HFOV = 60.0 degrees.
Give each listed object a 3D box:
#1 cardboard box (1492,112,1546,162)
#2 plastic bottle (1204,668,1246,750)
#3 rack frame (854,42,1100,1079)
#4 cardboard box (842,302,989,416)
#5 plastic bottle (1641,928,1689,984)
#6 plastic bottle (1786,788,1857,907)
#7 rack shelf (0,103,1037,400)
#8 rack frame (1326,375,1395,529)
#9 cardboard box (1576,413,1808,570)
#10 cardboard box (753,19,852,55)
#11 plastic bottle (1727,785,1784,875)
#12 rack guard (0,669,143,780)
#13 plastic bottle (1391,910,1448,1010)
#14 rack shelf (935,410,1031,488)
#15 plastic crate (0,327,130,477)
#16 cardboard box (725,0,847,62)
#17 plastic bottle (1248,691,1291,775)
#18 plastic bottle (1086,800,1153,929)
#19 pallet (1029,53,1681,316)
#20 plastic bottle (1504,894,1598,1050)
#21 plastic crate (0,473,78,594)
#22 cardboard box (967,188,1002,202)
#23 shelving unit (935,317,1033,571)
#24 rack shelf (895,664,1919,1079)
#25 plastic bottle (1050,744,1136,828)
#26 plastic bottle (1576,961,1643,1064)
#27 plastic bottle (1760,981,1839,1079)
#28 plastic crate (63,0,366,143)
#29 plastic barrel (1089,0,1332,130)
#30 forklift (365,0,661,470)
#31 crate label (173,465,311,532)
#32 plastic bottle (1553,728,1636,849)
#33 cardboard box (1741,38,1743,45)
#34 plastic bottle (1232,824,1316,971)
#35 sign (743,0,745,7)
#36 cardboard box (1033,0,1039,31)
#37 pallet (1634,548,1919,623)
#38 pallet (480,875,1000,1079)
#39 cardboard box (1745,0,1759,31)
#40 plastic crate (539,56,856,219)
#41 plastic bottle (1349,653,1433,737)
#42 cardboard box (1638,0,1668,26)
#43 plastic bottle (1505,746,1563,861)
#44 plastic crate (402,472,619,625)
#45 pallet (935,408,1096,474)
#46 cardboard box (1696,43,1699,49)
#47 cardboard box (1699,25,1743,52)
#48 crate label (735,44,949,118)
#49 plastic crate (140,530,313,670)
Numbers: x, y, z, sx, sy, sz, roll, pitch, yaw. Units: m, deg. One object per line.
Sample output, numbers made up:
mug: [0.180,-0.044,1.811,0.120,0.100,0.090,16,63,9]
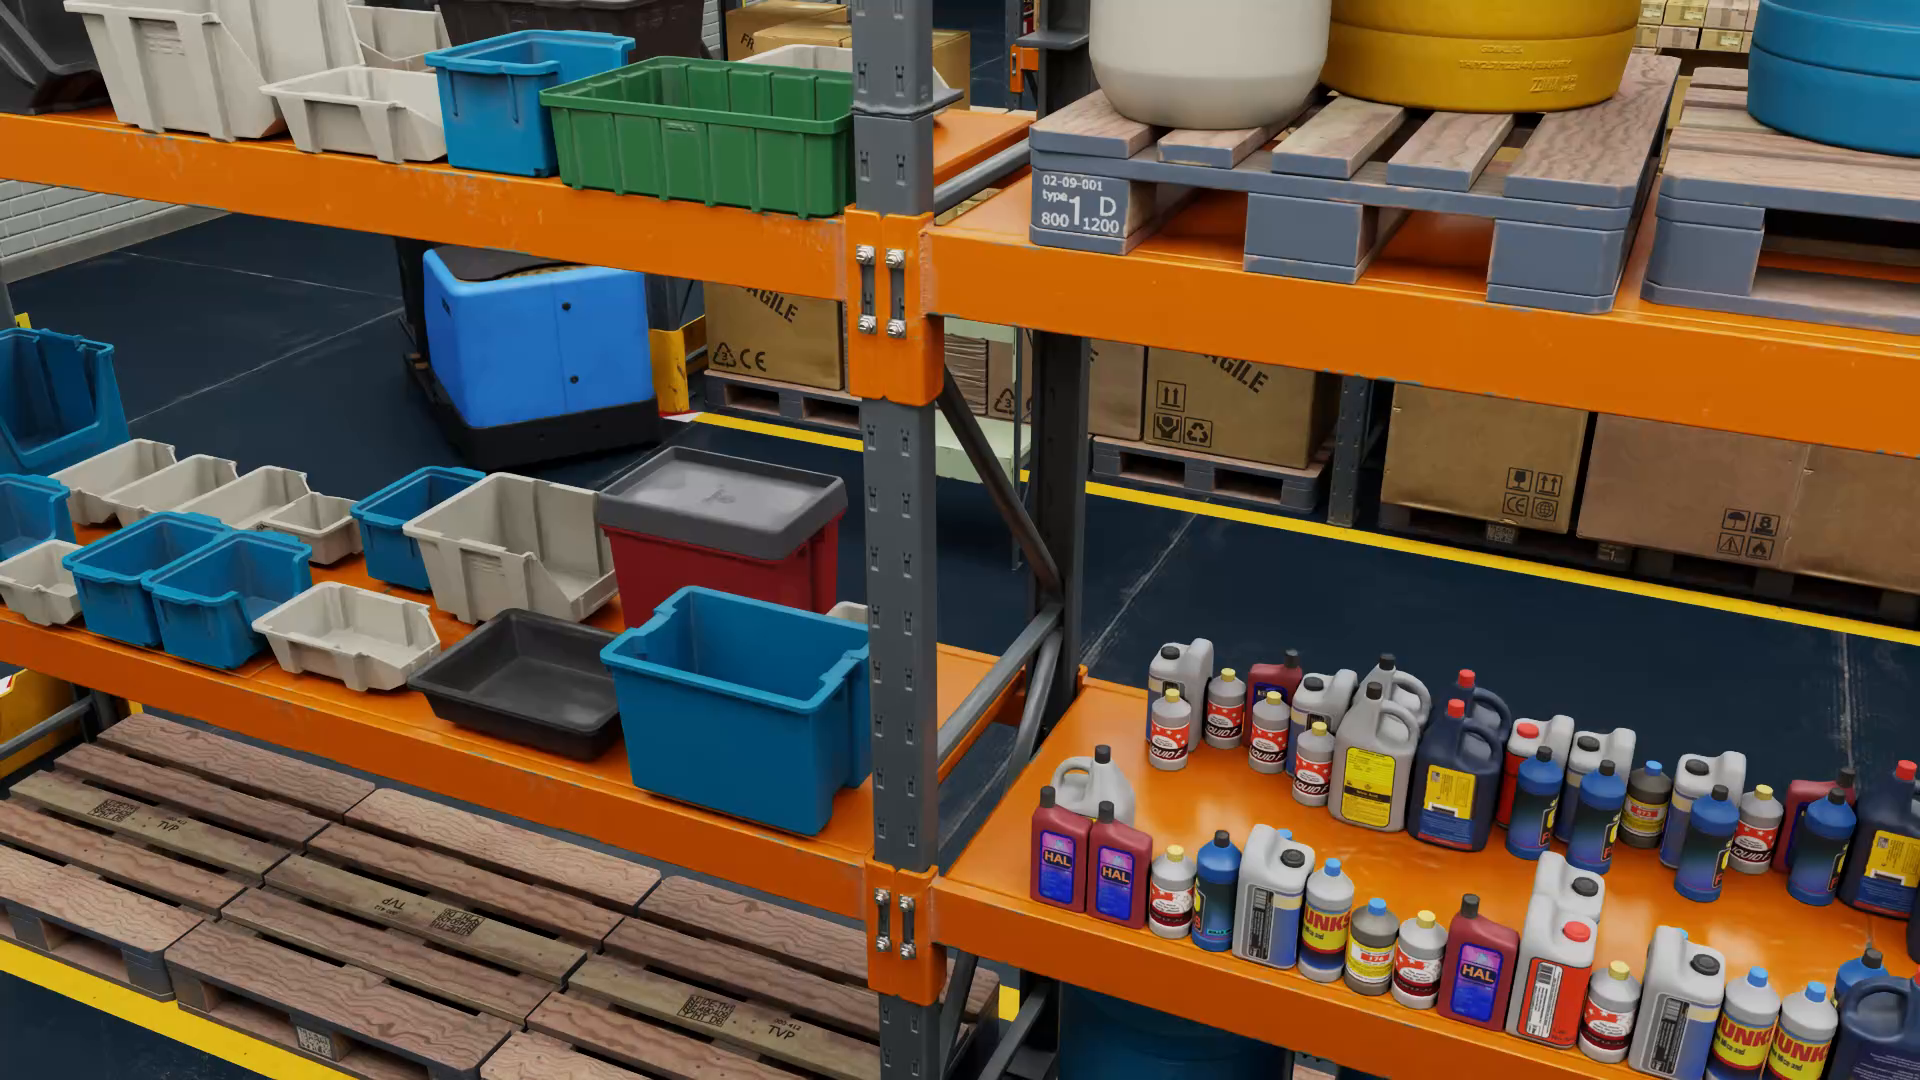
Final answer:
cardboard box: [2.700,-1.993,7.653,0.637,0.503,0.797,11,28,20]
plastic bottle: [0.674,0.421,4.223,0.097,0.201,0.097,0,26,0]
rack frame: [0.065,0.380,4.082,0.127,3.000,1.000,11,28,22]
cardboard box: [-0.082,-1.327,9.479,0.875,0.875,0.875,11,28,22]
plastic bottle: [1.417,0.865,3.322,0.097,0.201,0.097,0,26,0]
plastic bottle: [1.896,0.665,3.649,0.097,0.271,0.097,0,26,0]
rack shelf: [-1.756,-1.009,4.321,4.000,0.370,1.077,11,28,22]
rack frame: [2.115,-1.611,8.127,0.127,3.000,1.000,11,28,22]
cardboard box: [3.520,-0.575,7.951,0.875,0.875,1.225,10,28,20]
cardboard box: [-0.746,-2.458,8.830,0.500,0.500,0.500,11,28,21]
plastic bottle: [1.800,0.647,3.764,0.097,0.201,0.097,0,26,0]
rack guard: [-3.604,0.771,6.118,0.348,0.500,1.175,11,28,22]
plastic bottle: [0.933,0.842,3.369,0.097,0.201,0.097,0,26,0]
rack shelf: [0.006,-0.379,8.060,0.720,0.370,0.431,11,28,22]
plastic crate: [-3.194,-0.408,5.575,0.499,0.435,0.616,11,28,22]
cardboard box: [-0.974,-2.762,9.448,0.500,0.500,0.500,12,29,22]
plastic bottle: [0.771,0.470,4.124,0.097,0.201,0.097,0,26,0]
plastic bottle: [0.344,0.695,3.574,0.133,0.283,0.061,11,28,22]
pallet: [0.819,-0.777,3.250,1.003,0.211,1.213,11,28,22]
plastic bottle: [1.171,0.843,3.283,0.135,0.276,0.152,11,28,22]
plastic crate: [-2.889,-0.005,4.986,0.300,0.233,0.416,11,28,22]
cardboard box: [0.208,-1.934,8.615,0.500,0.250,0.500,11,28,21]
shelving unit: [0.006,-0.672,7.916,0.755,1.500,0.431,11,28,22]
rack shelf: [1.886,1.068,3.498,4.000,0.370,1.077,11,28,22]
plastic bottle: [0.288,0.604,3.683,0.185,0.351,0.144,11,28,22]
plastic bottle: [1.266,0.909,3.234,0.097,0.201,0.097,0,26,0]
plastic bottle: [1.565,0.937,3.096,0.097,0.271,0.097,0,26,0]
plastic crate: [-1.687,-1.115,3.856,0.530,0.282,0.437,11,28,22]
plastic barrel: [0.440,-1.018,2.897,0.433,0.535,0.433,0,26,0]
forklift: [-2.780,-2.307,9.618,1.130,2.935,3.031,-12,29,-24]
crate label: [-2.238,-0.084,5.255,0.243,0.136,0.396,11,28,22]
plastic bottle: [1.472,0.561,3.854,0.135,0.276,0.152,11,28,22]
cardboard box: [5.650,-3.482,11.735,0.250,0.149,0.380,10,28,20]
plastic bottle: [0.662,0.740,3.491,0.135,0.276,0.152,11,28,22]
sign: [-1.289,-3.184,9.743,0.005,0.325,0.100,11,28,22]
cardboard box: [0.913,-4.304,13.146,0.500,0.500,0.500,13,29,24]
pallet: [3.963,-0.027,8.066,1.213,0.211,1.003,11,28,22]
pallet: [-0.620,1.512,4.939,1.213,0.211,1.003,11,28,22]
cardboard box: [5.377,-3.483,11.065,0.250,0.149,0.380,11,28,21]
plastic crate: [-0.446,-0.827,3.377,0.662,0.188,0.450,11,28,22]
plastic bottle: [1.037,0.439,4.019,0.185,0.351,0.144,11,28,22]
cardboard box: [4.685,-3.624,11.351,0.250,0.149,0.380,12,29,23]
plastic bottle: [1.314,0.592,3.796,0.097,0.271,0.097,0,26,0]
plastic crate: [-1.249,0.053,4.813,0.530,0.282,0.437,11,28,22]
pallet: [0.341,-0.753,9.541,1.213,0.211,1.003,11,28,22]
cardboard box: [4.909,-3.310,11.387,0.250,0.149,0.380,12,28,22]
cardboard box: [5.137,-3.399,11.229,0.250,0.149,0.380,10,28,20]
crate label: [-0.261,-1.053,3.896,0.466,0.136,0.293,11,28,22]
plastic crate: [-2.016,0.170,4.630,0.300,0.233,0.416,11,28,22]
